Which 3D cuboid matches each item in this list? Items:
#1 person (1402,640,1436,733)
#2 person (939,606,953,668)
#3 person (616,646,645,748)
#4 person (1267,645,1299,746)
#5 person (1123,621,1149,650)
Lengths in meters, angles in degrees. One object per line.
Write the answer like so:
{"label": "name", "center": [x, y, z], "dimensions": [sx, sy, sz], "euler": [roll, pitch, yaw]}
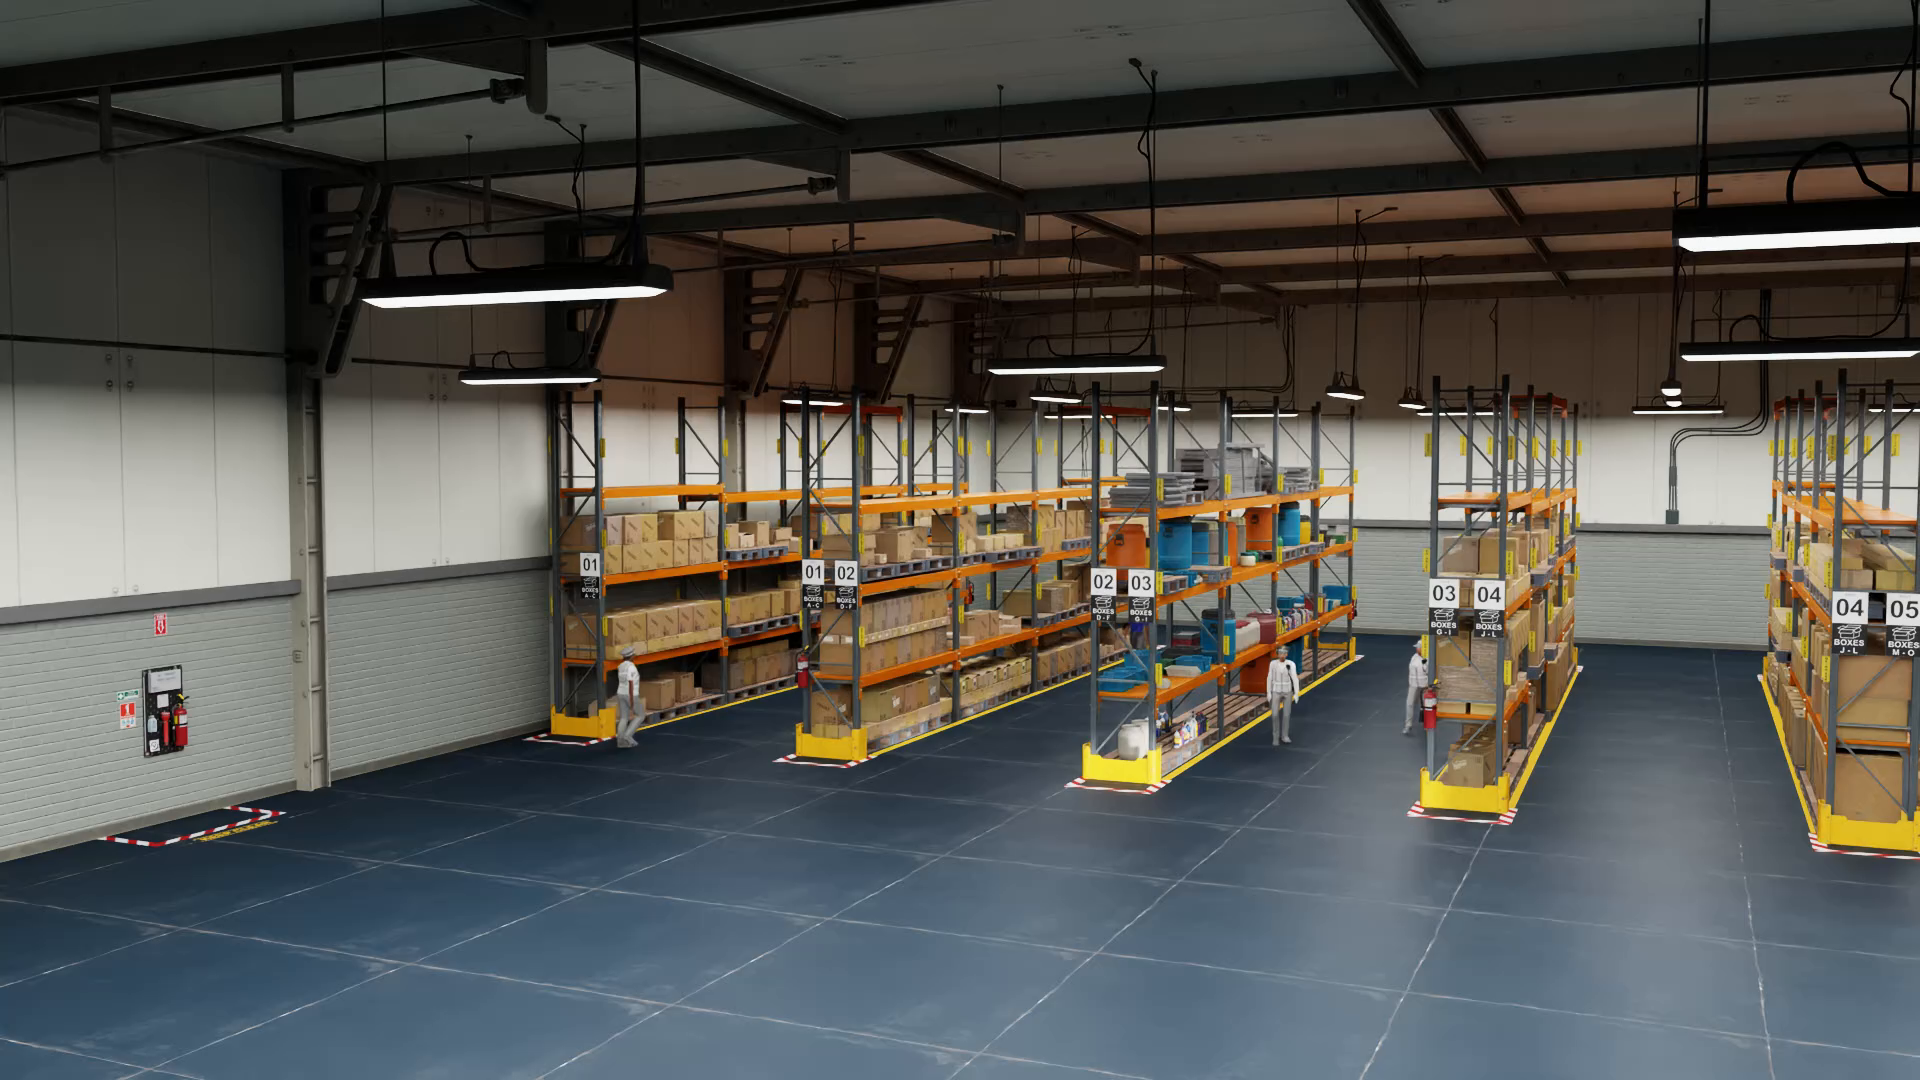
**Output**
{"label": "person", "center": [8.116, 2.569, 29.249], "dimensions": [0.469, 1.603, 1.001], "euler": [2, 4, 36]}
{"label": "person", "center": [-0.240, 2.218, 35.493], "dimensions": [0.493, 1.609, 1.045], "euler": [1, 3, 20]}
{"label": "person", "center": [-5.540, 2.620, 27.767], "dimensions": [0.501, 1.676, 0.444], "euler": [2, 4, 37]}
{"label": "person", "center": [5.459, 2.643, 28.113], "dimensions": [0.541, 1.755, 0.418], "euler": [1, 3, 12]}
{"label": "person", "center": [3.882, 2.155, 36.700], "dimensions": [0.490, 1.599, 1.005], "euler": [2, 4, 28]}
